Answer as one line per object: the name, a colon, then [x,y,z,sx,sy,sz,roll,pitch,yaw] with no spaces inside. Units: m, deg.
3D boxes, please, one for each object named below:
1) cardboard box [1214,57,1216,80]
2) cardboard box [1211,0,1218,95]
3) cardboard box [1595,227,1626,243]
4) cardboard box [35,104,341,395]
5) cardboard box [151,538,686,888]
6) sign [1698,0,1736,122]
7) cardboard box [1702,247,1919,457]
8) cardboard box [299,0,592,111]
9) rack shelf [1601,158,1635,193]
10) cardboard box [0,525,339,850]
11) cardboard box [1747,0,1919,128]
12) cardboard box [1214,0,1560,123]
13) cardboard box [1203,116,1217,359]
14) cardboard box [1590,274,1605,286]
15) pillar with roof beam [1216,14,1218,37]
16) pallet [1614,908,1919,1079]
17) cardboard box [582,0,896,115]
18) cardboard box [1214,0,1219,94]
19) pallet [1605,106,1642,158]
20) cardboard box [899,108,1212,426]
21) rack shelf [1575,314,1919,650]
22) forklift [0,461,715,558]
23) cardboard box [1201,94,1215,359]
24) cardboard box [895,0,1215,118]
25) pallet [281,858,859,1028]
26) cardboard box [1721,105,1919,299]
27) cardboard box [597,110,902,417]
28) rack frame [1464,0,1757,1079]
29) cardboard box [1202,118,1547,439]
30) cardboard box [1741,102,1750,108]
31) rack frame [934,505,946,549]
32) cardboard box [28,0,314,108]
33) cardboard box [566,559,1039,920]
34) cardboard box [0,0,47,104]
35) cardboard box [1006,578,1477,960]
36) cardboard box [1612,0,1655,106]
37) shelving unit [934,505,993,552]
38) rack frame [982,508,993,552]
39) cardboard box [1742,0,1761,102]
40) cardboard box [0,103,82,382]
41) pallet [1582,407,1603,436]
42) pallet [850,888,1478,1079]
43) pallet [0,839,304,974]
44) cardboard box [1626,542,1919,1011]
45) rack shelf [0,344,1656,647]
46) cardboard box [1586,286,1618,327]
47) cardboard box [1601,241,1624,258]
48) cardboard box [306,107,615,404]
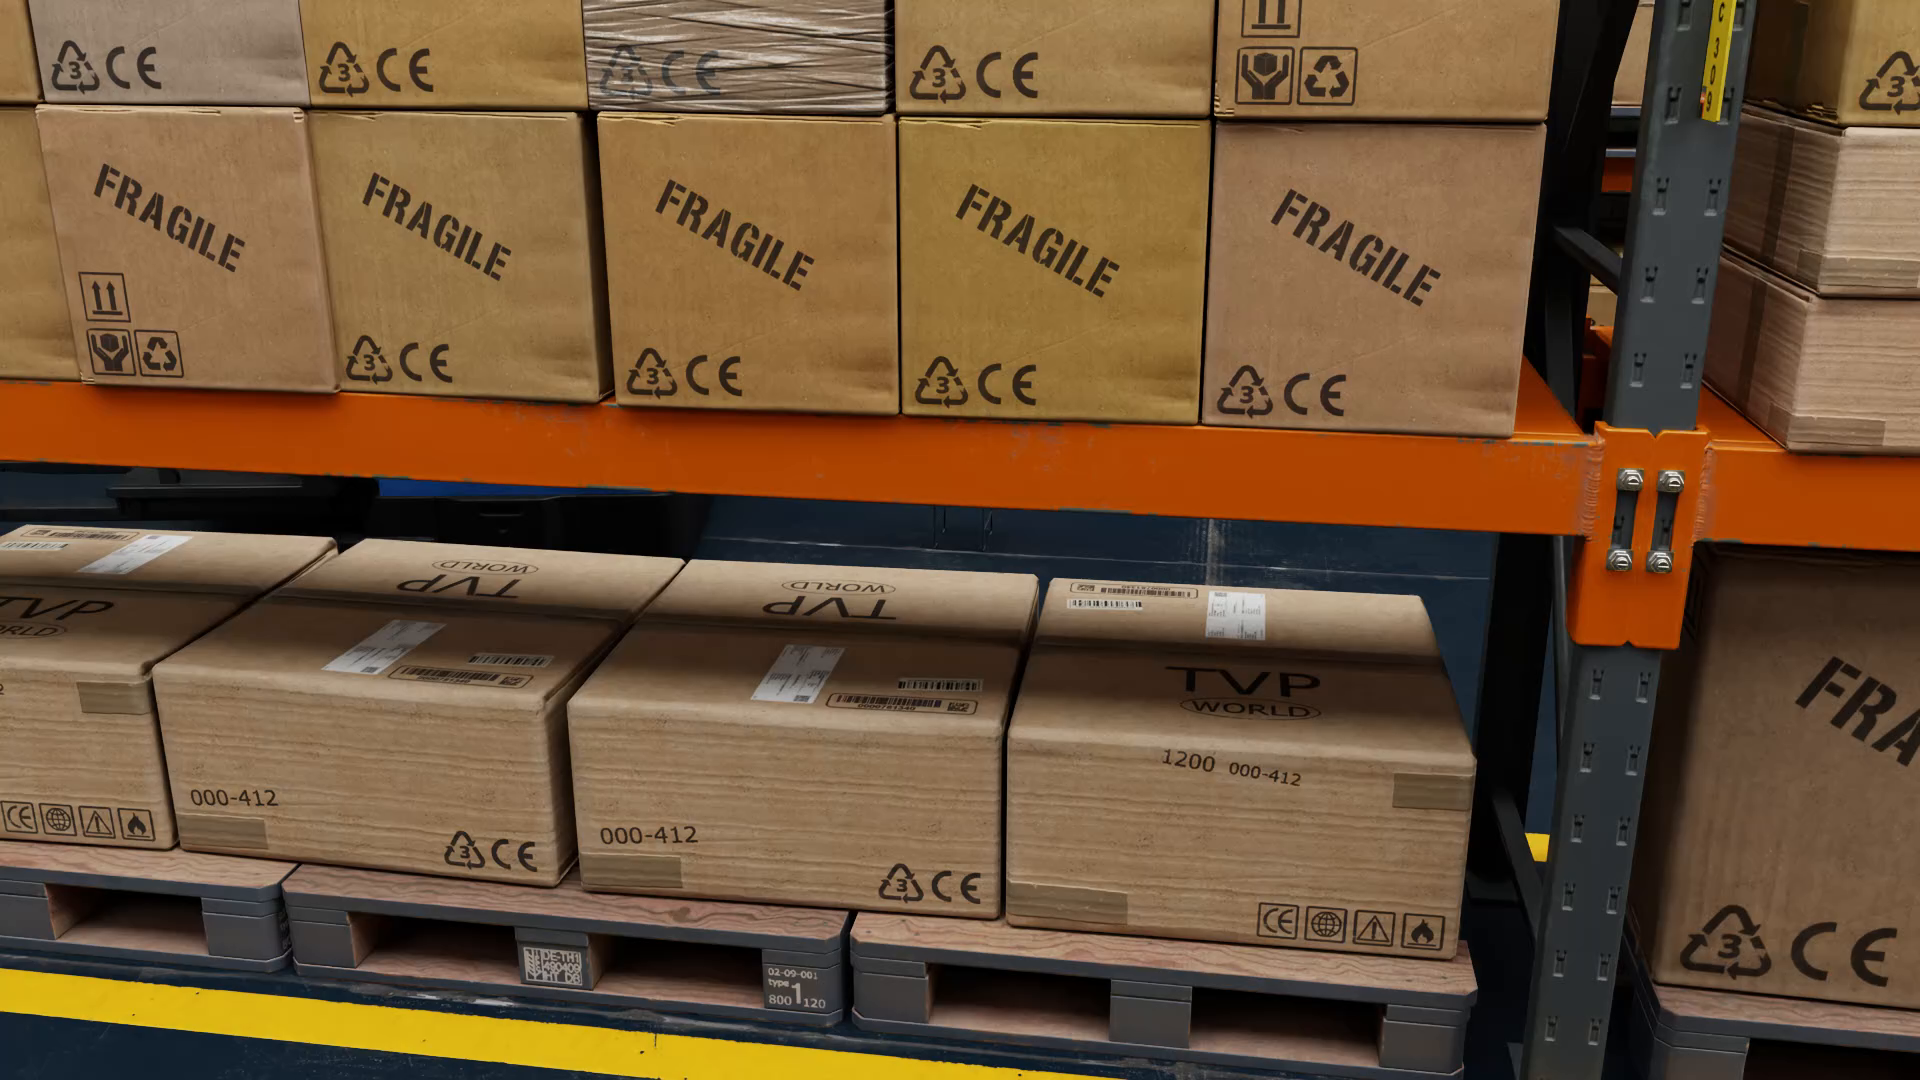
cardboard box: [0.934,-2.094,7.602,0.500,0.250,0.500,3,19,9]
cardboard box: [0.259,-1.148,3.273,0.500,0.500,0.500,3,19,8]
cardboard box: [3.140,-1.422,8.080,0.250,0.149,0.380,2,19,6]
cardboard box: [-1.329,-0.586,3.169,0.500,0.500,0.500,3,19,8]
cardboard box: [-1.188,0.361,3.873,0.875,0.438,0.875,3,19,10]
sign: [1.102,-0.773,2.397,0.005,0.325,0.100,3,19,9]
cardboard box: [1.581,-0.323,2.778,0.500,0.250,0.500,2,19,7]
cardboard box: [-0.818,-1.036,2.940,0.500,0.500,0.500,3,19,9]
rack shelf: [3.947,-1.612,7.529,4.000,0.370,1.077,3,19,9]
cardboard box: [-2.093,0.317,4.003,0.875,0.438,0.875,2,19,7]
cardboard box: [1.578,-0.908,2.557,0.500,0.500,0.500,3,19,9]
cardboard box: [0.679,-0.958,2.705,0.500,0.500,0.500,3,19,8]
cardboard box: [0.767,-0.652,3.367,0.500,0.500,0.500,4,19,10]
cardboard box: [2.825,-1.275,7.642,0.250,0.149,0.380,2,19,6]
pillar with roof beam: [0.745,-3.868,3.681,0.400,9.000,9.100,3,19,9]
pallet: [1.963,0.839,3.464,1.213,0.211,1.003,3,19,9]
cardboard box: [-0.325,-1.009,2.857,0.500,0.500,0.500,3,19,9]
cardboard box: [0.757,-1.120,3.191,0.500,0.500,0.500,3,19,9]
pallet: [2.744,-1.889,7.523,1.213,0.211,1.003,3,19,9]
cardboard box: [0.181,-0.514,2.954,0.500,0.500,0.500,2,19,7]
rack shelf: [3.163,-0.057,2.880,4.000,0.370,1.077,3,19,9]
forklift: [-2.481,-1.404,5.881,3.031,2.935,1.130,-1,19,-1]
cardboard box: [0.271,-0.679,3.446,0.500,0.500,0.500,3,19,9]
cardboard box: [0.179,-0.986,2.789,0.500,0.500,0.500,3,19,8]
pallet: [-0.758,0.700,3.878,1.213,0.211,1.003,3,19,9]
cardboard box: [1.578,-0.554,2.681,0.500,0.250,0.500,2,19,7]
cardboard box: [-0.317,-0.535,3.016,0.500,0.500,0.500,3,19,8]
rack frame: [1.189,-0.499,3.067,0.127,3.000,1.000,3,19,9]
cardboard box: [0.690,-0.490,2.882,0.500,0.500,0.500,3,19,9]
cardboard box: [1.663,-0.719,3.173,0.500,0.250,0.500,3,19,9]
rack frame: [-0.076,-0.573,6.124,0.006,1.200,0.240,3,19,9]
cardboard box: [-1.311,-1.061,3.014,0.500,0.500,0.500,3,19,8]
cardboard box: [-0.298,0.407,3.736,0.875,0.438,0.875,2,19,7]
cardboard box: [-1.821,-1.085,3.084,0.500,0.500,0.500,2,19,7]
cardboard box: [0.586,0.452,3.602,0.875,0.438,0.875,3,19,8]
cardboard box: [2.926,-2.180,7.273,0.500,0.500,0.700,3,19,9]
shelving unit: [0.014,-0.568,6.111,0.189,1.200,0.258,3,19,9]
rack frame: [0.105,-0.564,6.097,0.006,1.200,0.240,3,19,9]
cardboard box: [1.670,-1.077,3.060,0.500,0.500,0.500,4,19,10]
cardboard box: [-1.828,-0.617,3.262,0.500,0.500,0.500,3,19,8]
pallet: [2.781,-0.703,8.071,1.213,0.211,1.003,3,19,9]
pallet: [0.450,0.761,3.697,1.213,0.211,1.003,3,19,9]
pallet: [-1.959,0.638,4.064,1.213,0.211,1.003,3,19,9]
cardboard box: [1.814,0.316,3.319,0.875,0.875,0.875,4,19,10]
rack shelf: [-0.786,-0.258,3.482,4.000,0.370,1.077,3,19,9]
cardboard box: [2.942,-0.949,7.691,0.500,0.500,0.500,3,19,8]
cardboard box: [3.098,-1.266,7.614,0.250,0.149,0.380,3,19,8]
cardboard box: [-0.832,-0.566,3.109,0.500,0.500,0.500,4,19,10]
